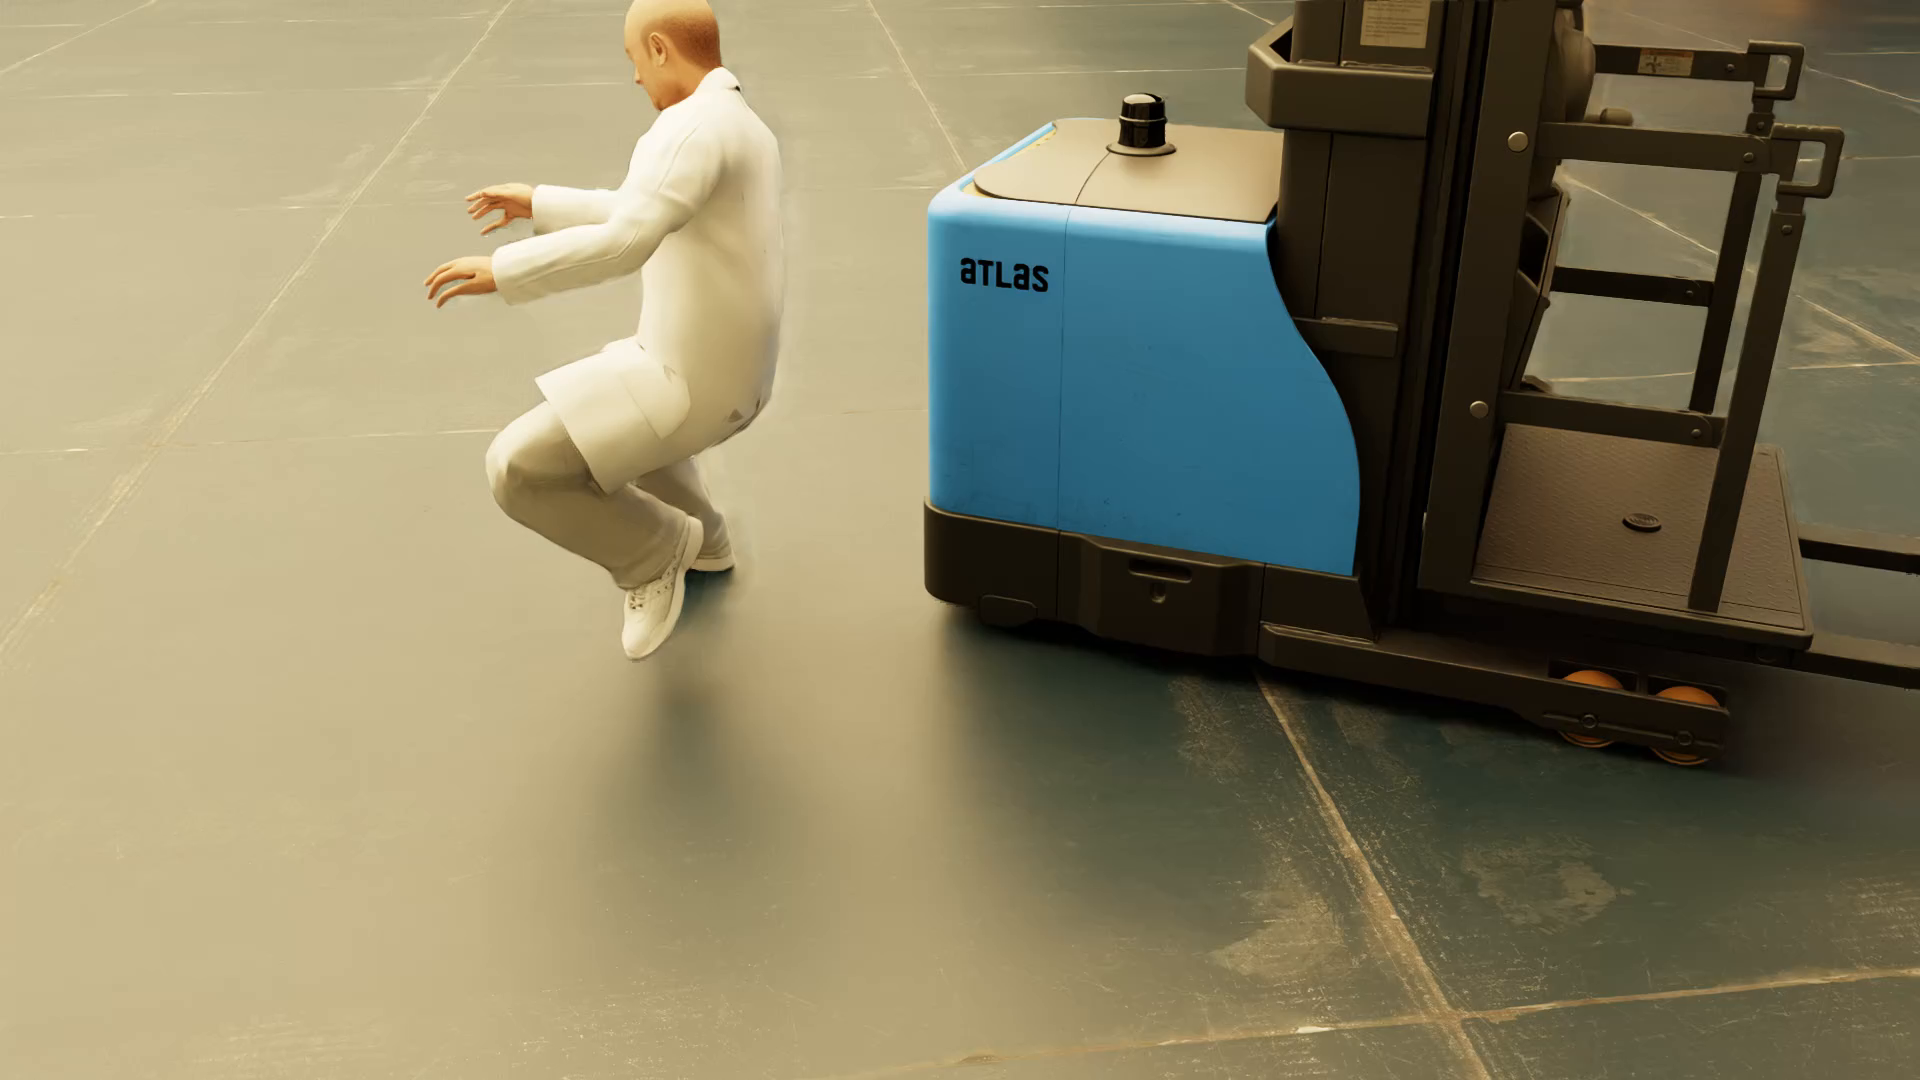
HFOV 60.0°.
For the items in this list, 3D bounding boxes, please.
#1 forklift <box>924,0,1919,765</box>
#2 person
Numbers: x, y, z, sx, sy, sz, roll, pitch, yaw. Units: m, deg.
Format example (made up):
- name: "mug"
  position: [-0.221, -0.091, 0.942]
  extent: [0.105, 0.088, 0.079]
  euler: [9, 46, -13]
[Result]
- name: "forklift"
  position: [1.481, -1.095, 3.502]
  extent: [3.031, 2.935, 1.130]
  euler: [9, 27, 19]
- name: "person"
  position: [-0.798, -0.465, 3.800]
  extent: [0.825, 1.533, 0.898]
  euler: [4, 26, 8]
